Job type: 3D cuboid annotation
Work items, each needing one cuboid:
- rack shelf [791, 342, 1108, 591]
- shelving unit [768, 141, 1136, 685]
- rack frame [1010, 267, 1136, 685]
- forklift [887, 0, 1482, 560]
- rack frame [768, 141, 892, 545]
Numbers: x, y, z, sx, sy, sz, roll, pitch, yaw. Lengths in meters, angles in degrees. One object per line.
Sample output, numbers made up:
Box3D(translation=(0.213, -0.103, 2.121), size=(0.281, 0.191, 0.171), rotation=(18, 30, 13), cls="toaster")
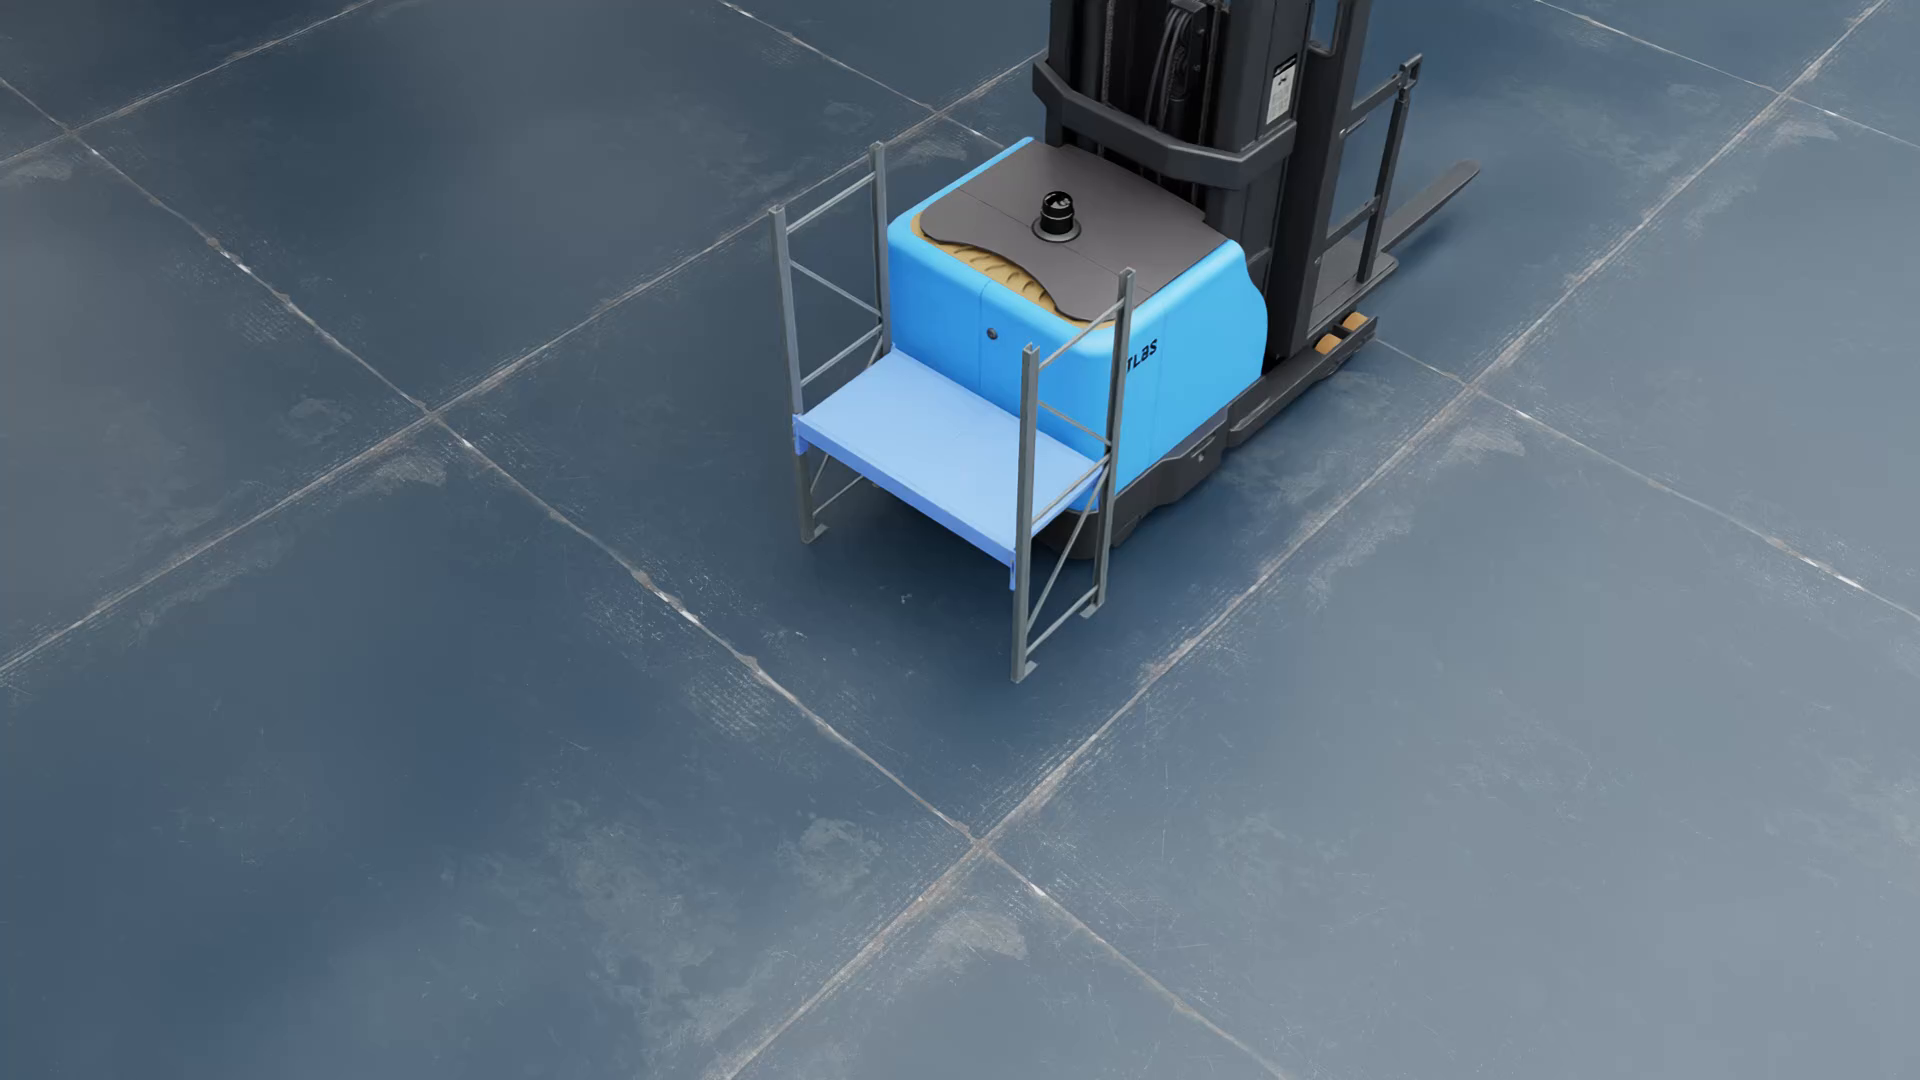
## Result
Box3D(translation=(-0.035, -0.274, 5.726), size=(1.000, 0.185, 0.538), rotation=(32, 55, 27), cls="rack shelf")
Box3D(translation=(-0.035, -0.398, 5.594), size=(1.048, 1.500, 0.538), rotation=(32, 55, 27), cls="shelving unit")
Box3D(translation=(0.350, -0.156, 5.367), size=(0.032, 1.500, 0.500), rotation=(32, 55, 27), cls="rack frame")
Box3D(translation=(1.094, -1.917, 6.040), size=(1.130, 2.935, 3.031), rotation=(34, 56, 28), cls="forklift")
Box3D(translation=(-0.420, -0.639, 5.821), size=(0.032, 1.500, 0.500), rotation=(32, 55, 27), cls="rack frame")
